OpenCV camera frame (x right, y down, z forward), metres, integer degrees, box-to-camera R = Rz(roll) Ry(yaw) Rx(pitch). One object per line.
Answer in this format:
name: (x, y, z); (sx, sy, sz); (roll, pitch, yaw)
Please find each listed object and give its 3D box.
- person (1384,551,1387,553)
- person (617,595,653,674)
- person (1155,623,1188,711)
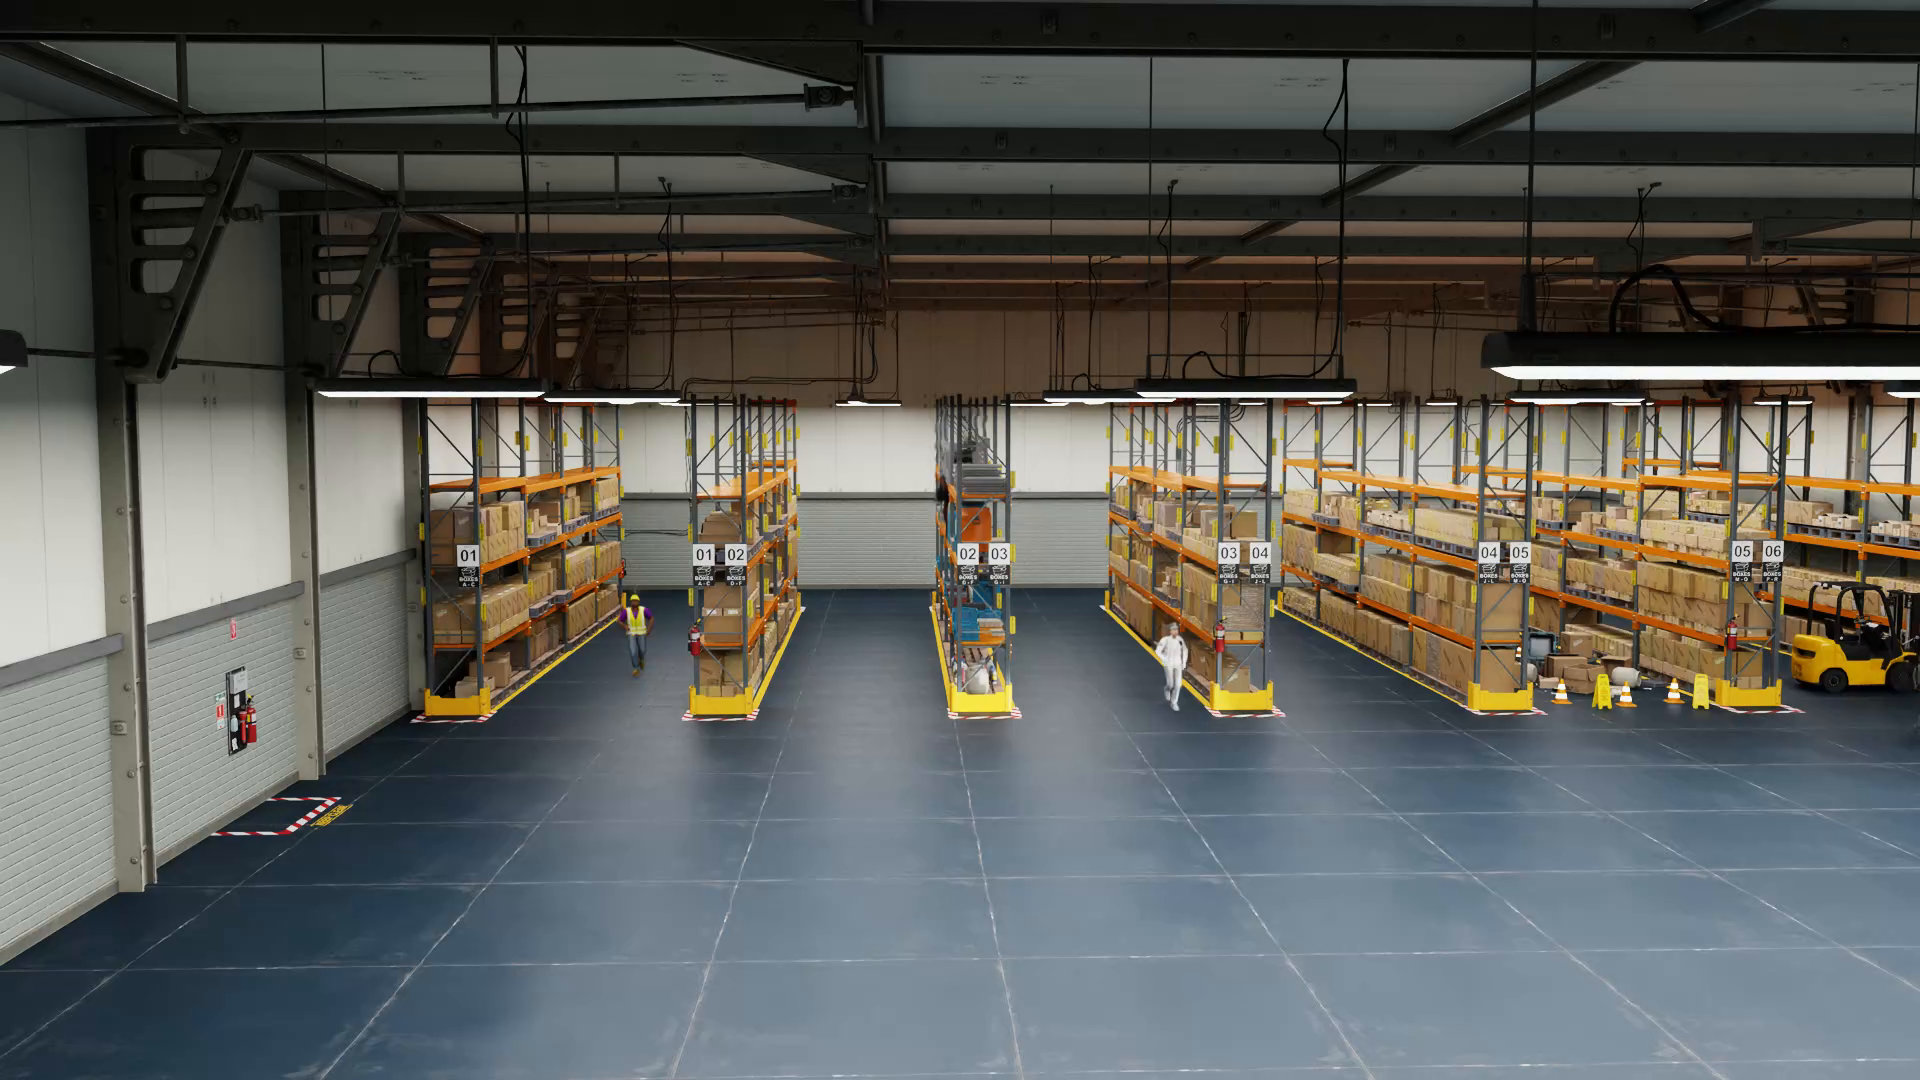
person: (11.820, 1.239, 45.913); (0.651, 1.837, 0.854); (-1, 5, -10)
person: (-6.971, 2.039, 35.785); (0.770, 1.721, 0.526); (-1, 5, -15)
person: (4.068, 2.403, 31.869); (0.656, 1.681, 0.608); (-1, 5, -8)
